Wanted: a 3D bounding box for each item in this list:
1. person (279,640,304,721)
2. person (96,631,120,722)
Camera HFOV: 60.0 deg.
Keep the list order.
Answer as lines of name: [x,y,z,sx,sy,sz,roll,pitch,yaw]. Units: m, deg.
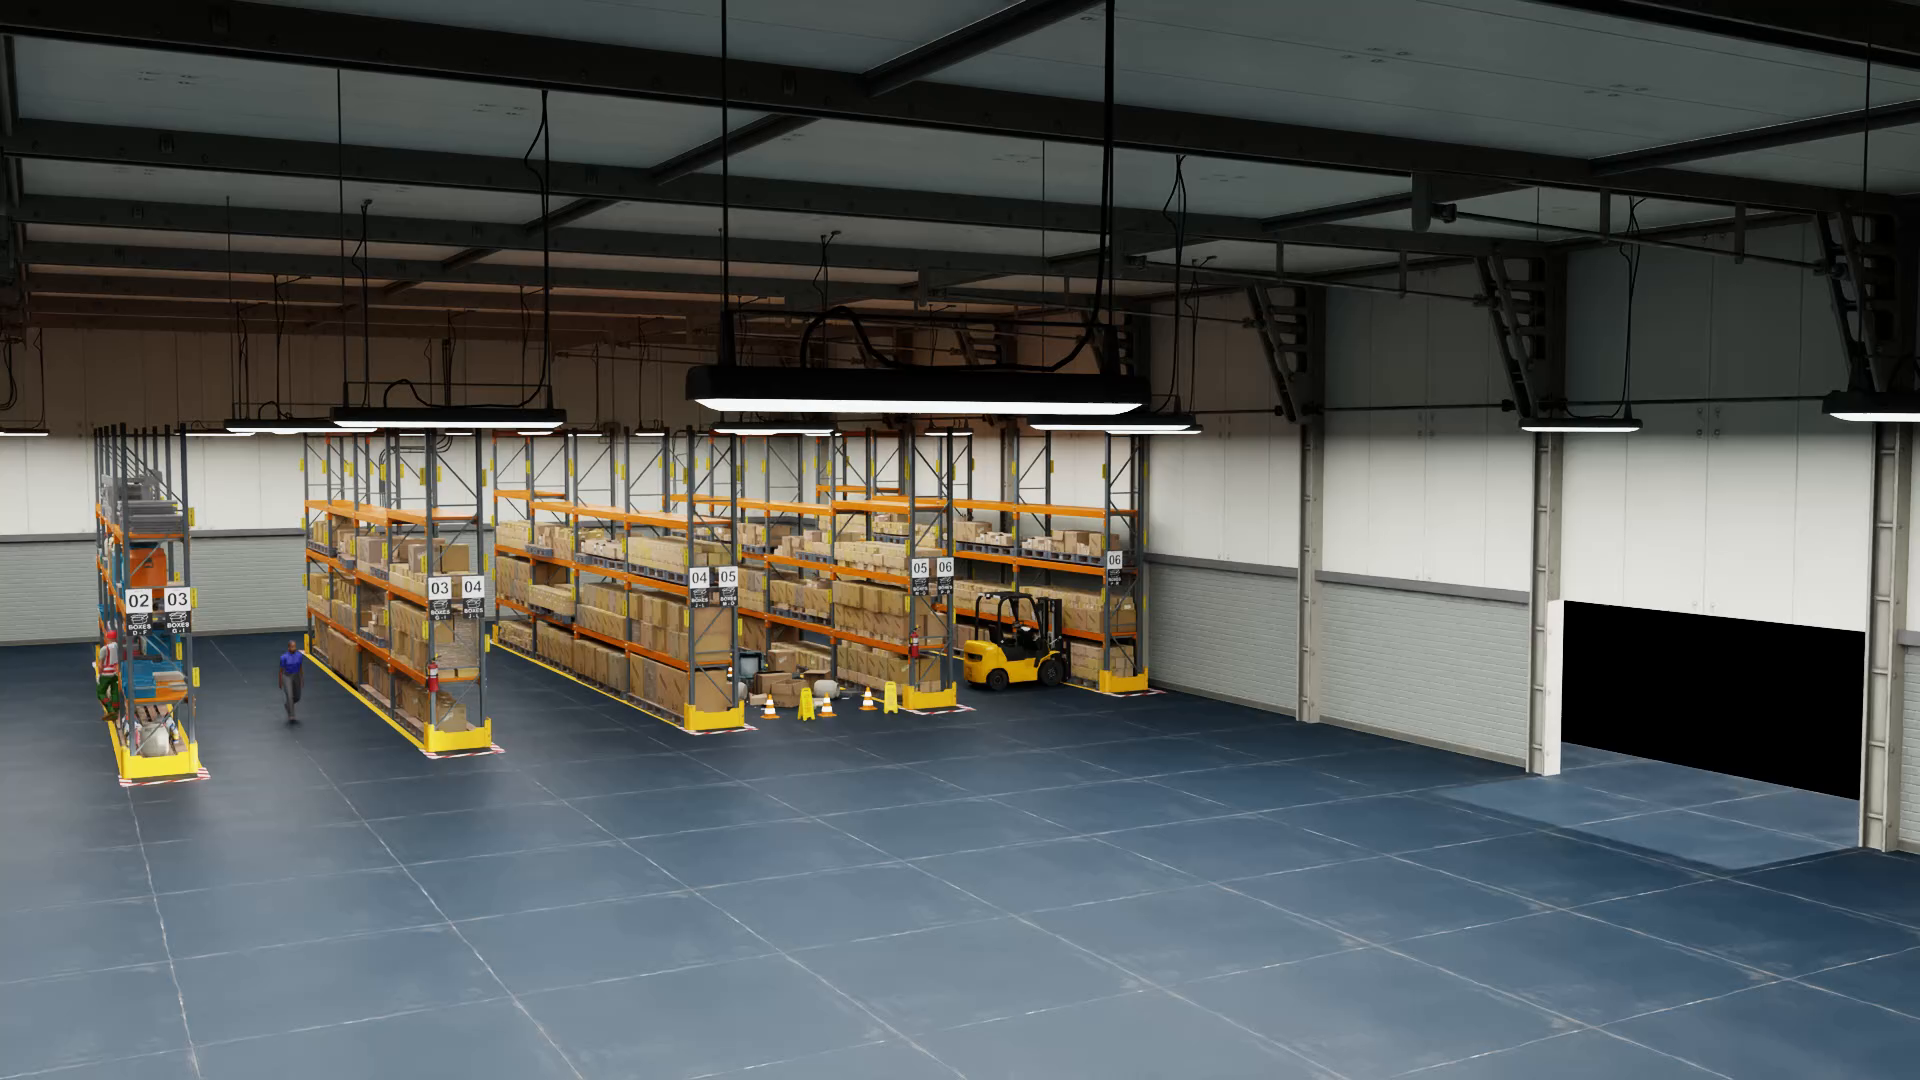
person: [-13.686,2.849,34.023,0.907,1.612,0.479,3,5,43]
person: [-16.695,2.685,32.756,0.493,1.784,0.593,3,4,38]
